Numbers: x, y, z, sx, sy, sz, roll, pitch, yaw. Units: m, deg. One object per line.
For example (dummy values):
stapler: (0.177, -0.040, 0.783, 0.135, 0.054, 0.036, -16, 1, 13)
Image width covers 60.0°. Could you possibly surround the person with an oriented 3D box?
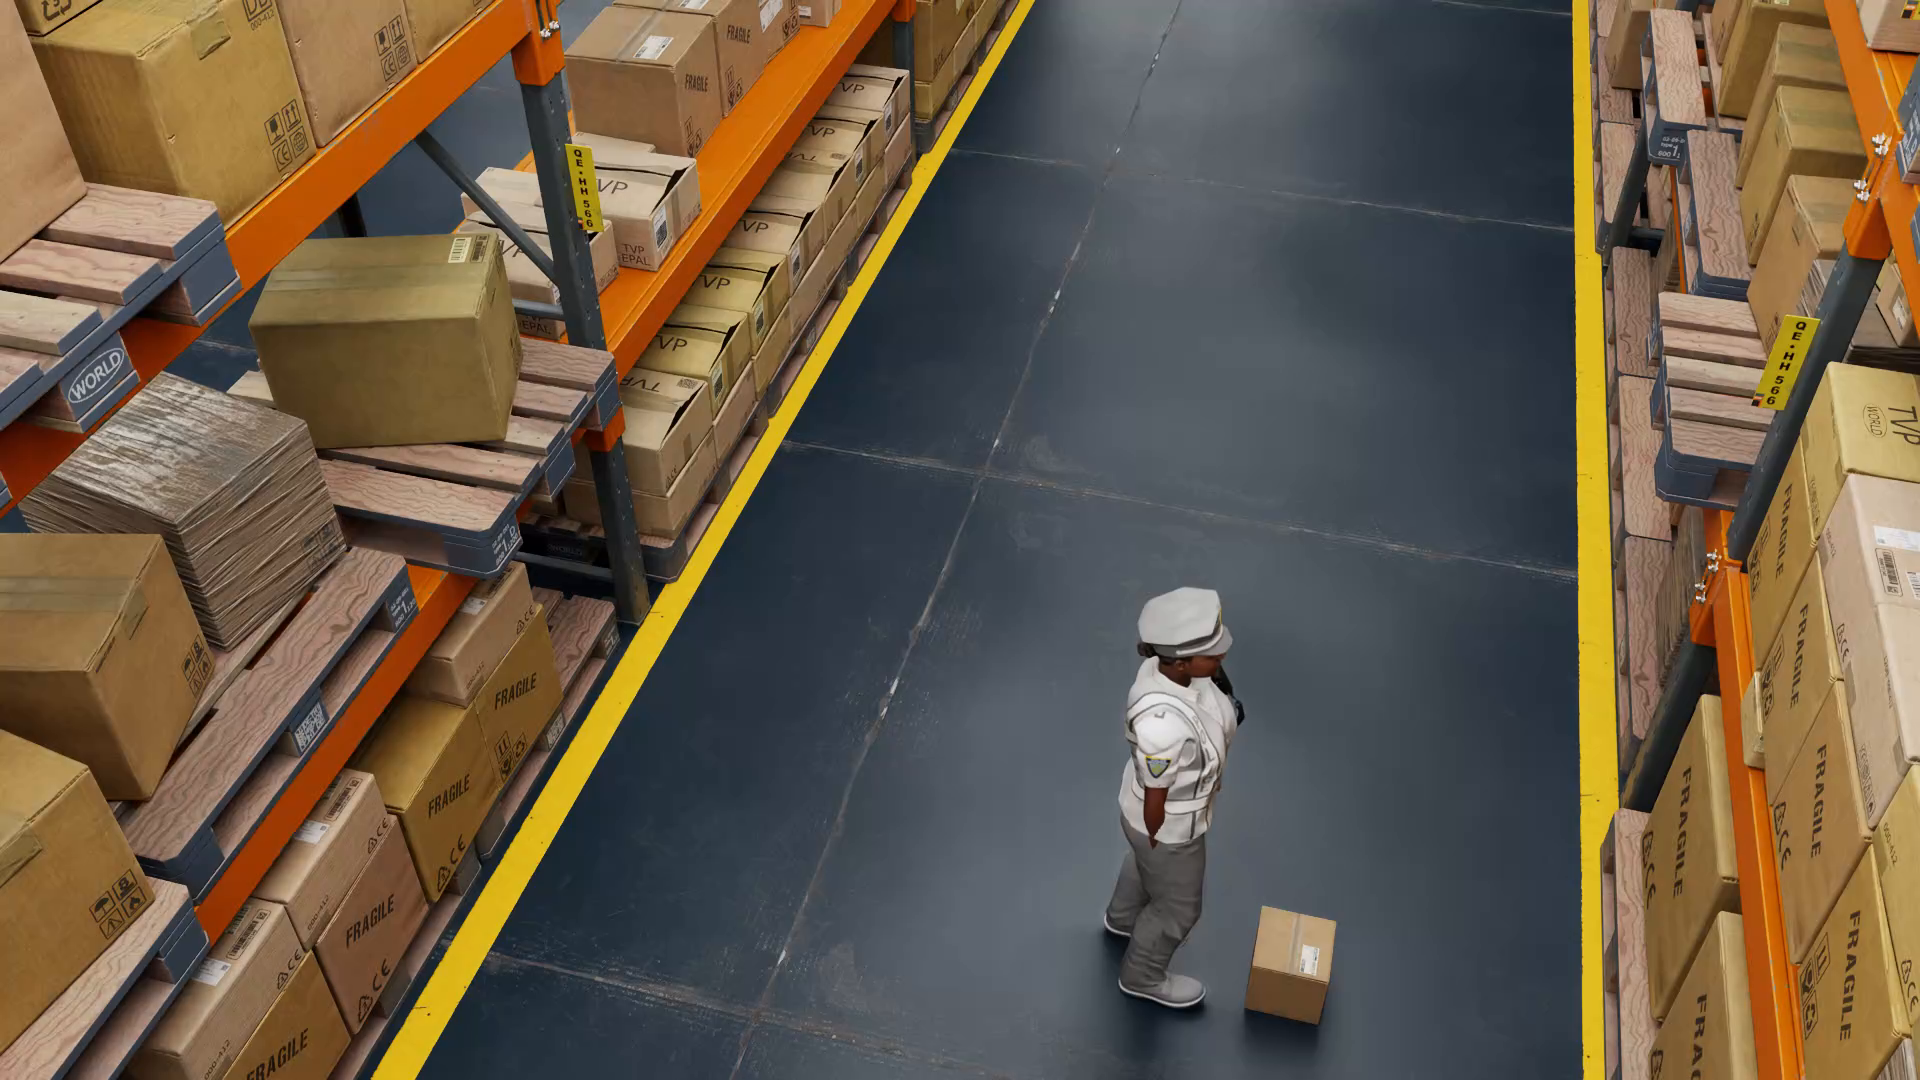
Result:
person: (0.676, 0.820, 5.223, 0.393, 1.681, 0.438, 11, 42, 12)
